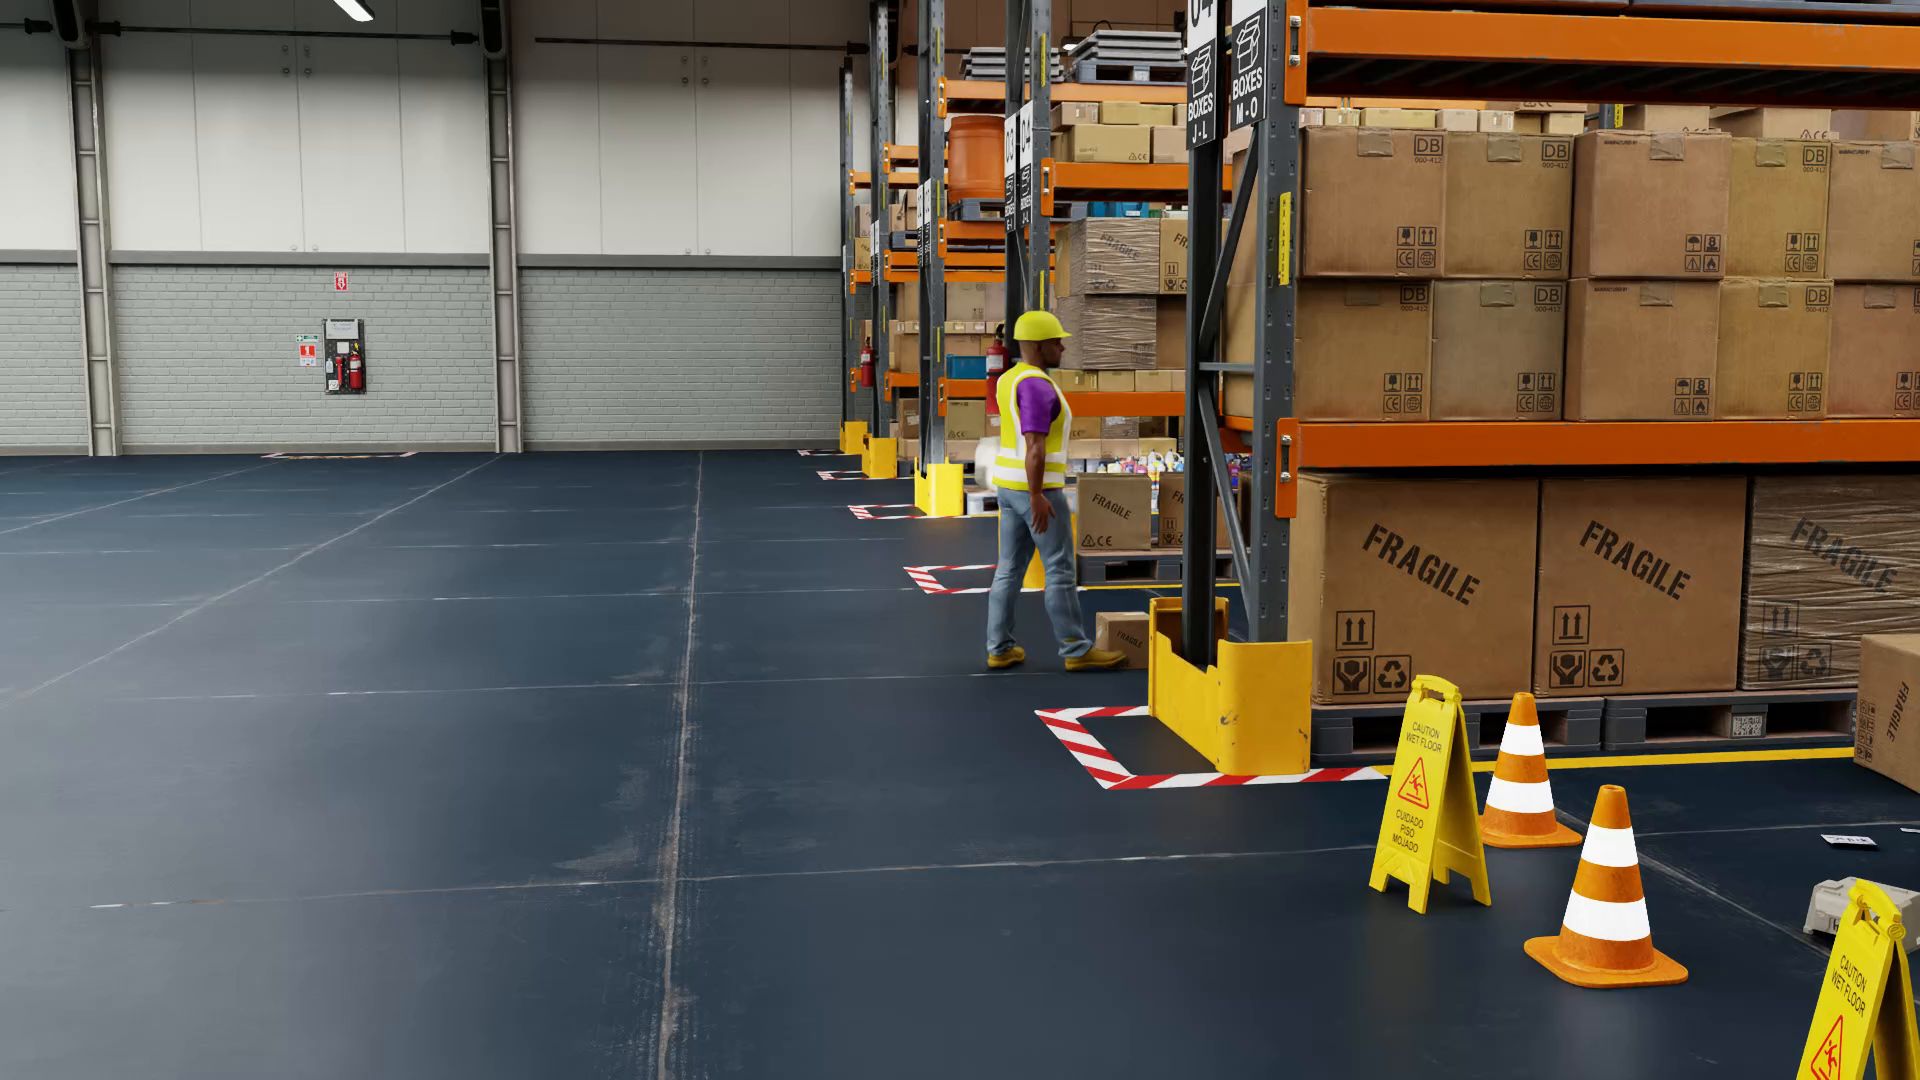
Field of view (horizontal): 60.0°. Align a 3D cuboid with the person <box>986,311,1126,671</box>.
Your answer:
[{"bbox_3d":[0.438,-0.249,8.250,0.643,1.758,0.601,-3,7,-22],"label":"person"}]
